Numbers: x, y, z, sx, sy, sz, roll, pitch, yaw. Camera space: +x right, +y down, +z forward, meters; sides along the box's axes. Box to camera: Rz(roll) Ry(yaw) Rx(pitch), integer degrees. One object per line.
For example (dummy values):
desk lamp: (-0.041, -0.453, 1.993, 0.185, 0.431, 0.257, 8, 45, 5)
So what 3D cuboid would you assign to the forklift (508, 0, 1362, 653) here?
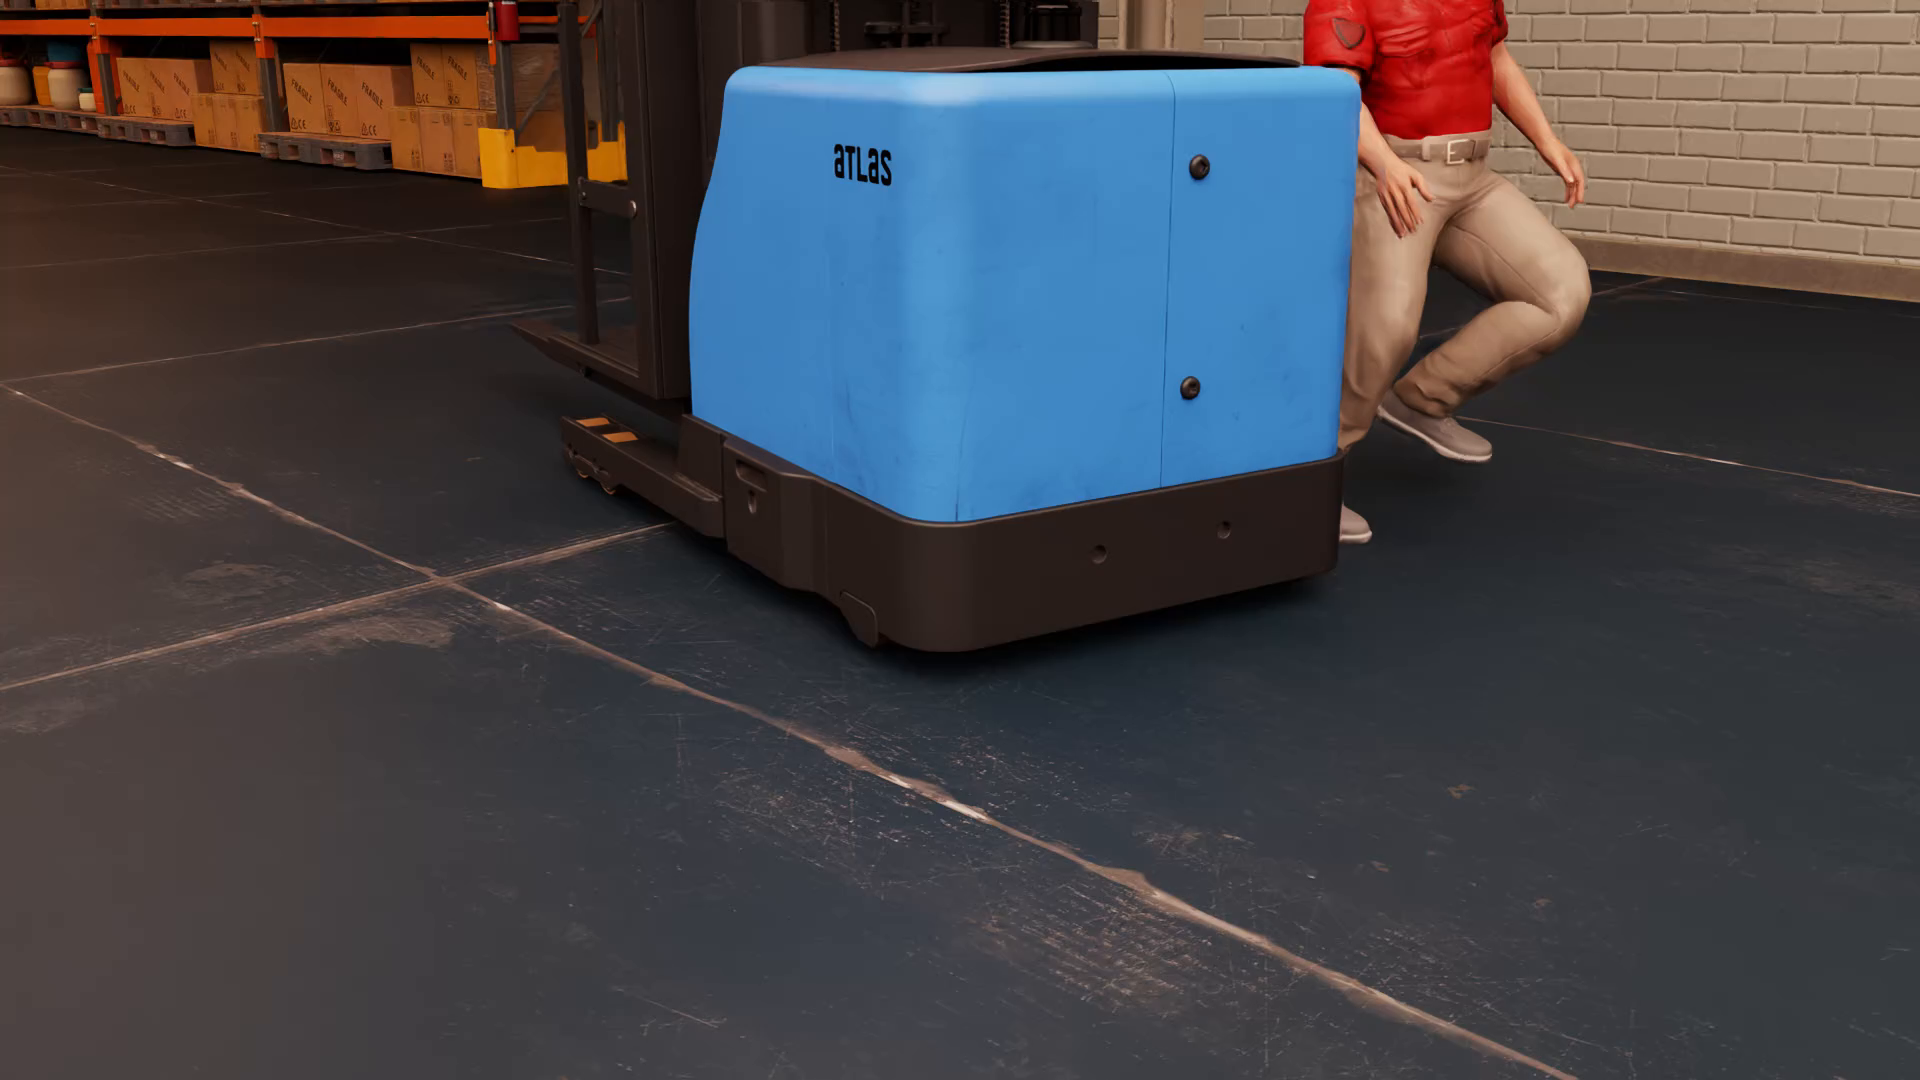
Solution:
forklift: (-0.405, -1.578, 4.037, 1.130, 2.935, 3.031, -10, 20, -30)

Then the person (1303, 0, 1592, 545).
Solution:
person: (1.142, -0.836, 3.905, 0.794, 1.593, 0.620, -9, 19, -26)
